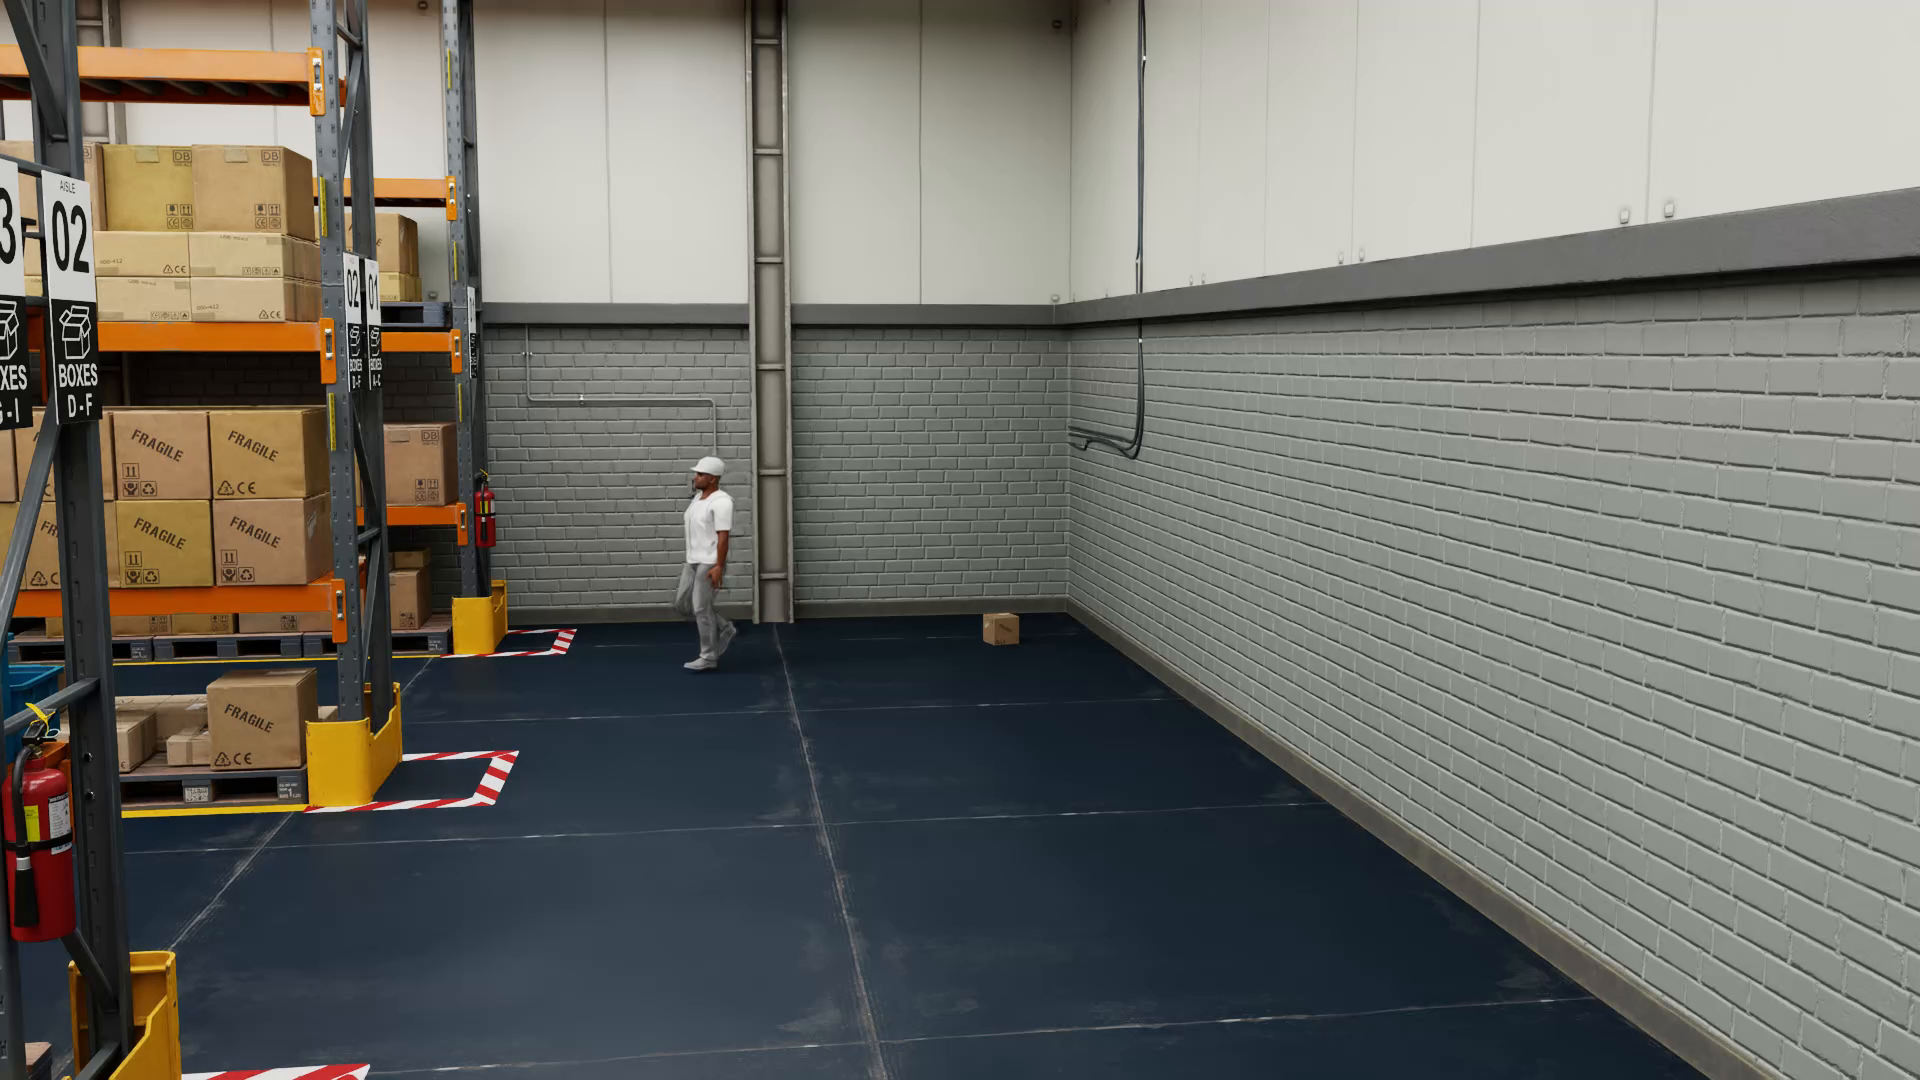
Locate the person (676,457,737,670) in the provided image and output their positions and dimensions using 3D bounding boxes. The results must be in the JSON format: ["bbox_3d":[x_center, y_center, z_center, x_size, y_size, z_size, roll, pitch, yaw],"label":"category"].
[{"bbox_3d":[-2.073,0.183,13.782,0.556,1.754,0.571,-4,8,-33],"label":"person"}]
